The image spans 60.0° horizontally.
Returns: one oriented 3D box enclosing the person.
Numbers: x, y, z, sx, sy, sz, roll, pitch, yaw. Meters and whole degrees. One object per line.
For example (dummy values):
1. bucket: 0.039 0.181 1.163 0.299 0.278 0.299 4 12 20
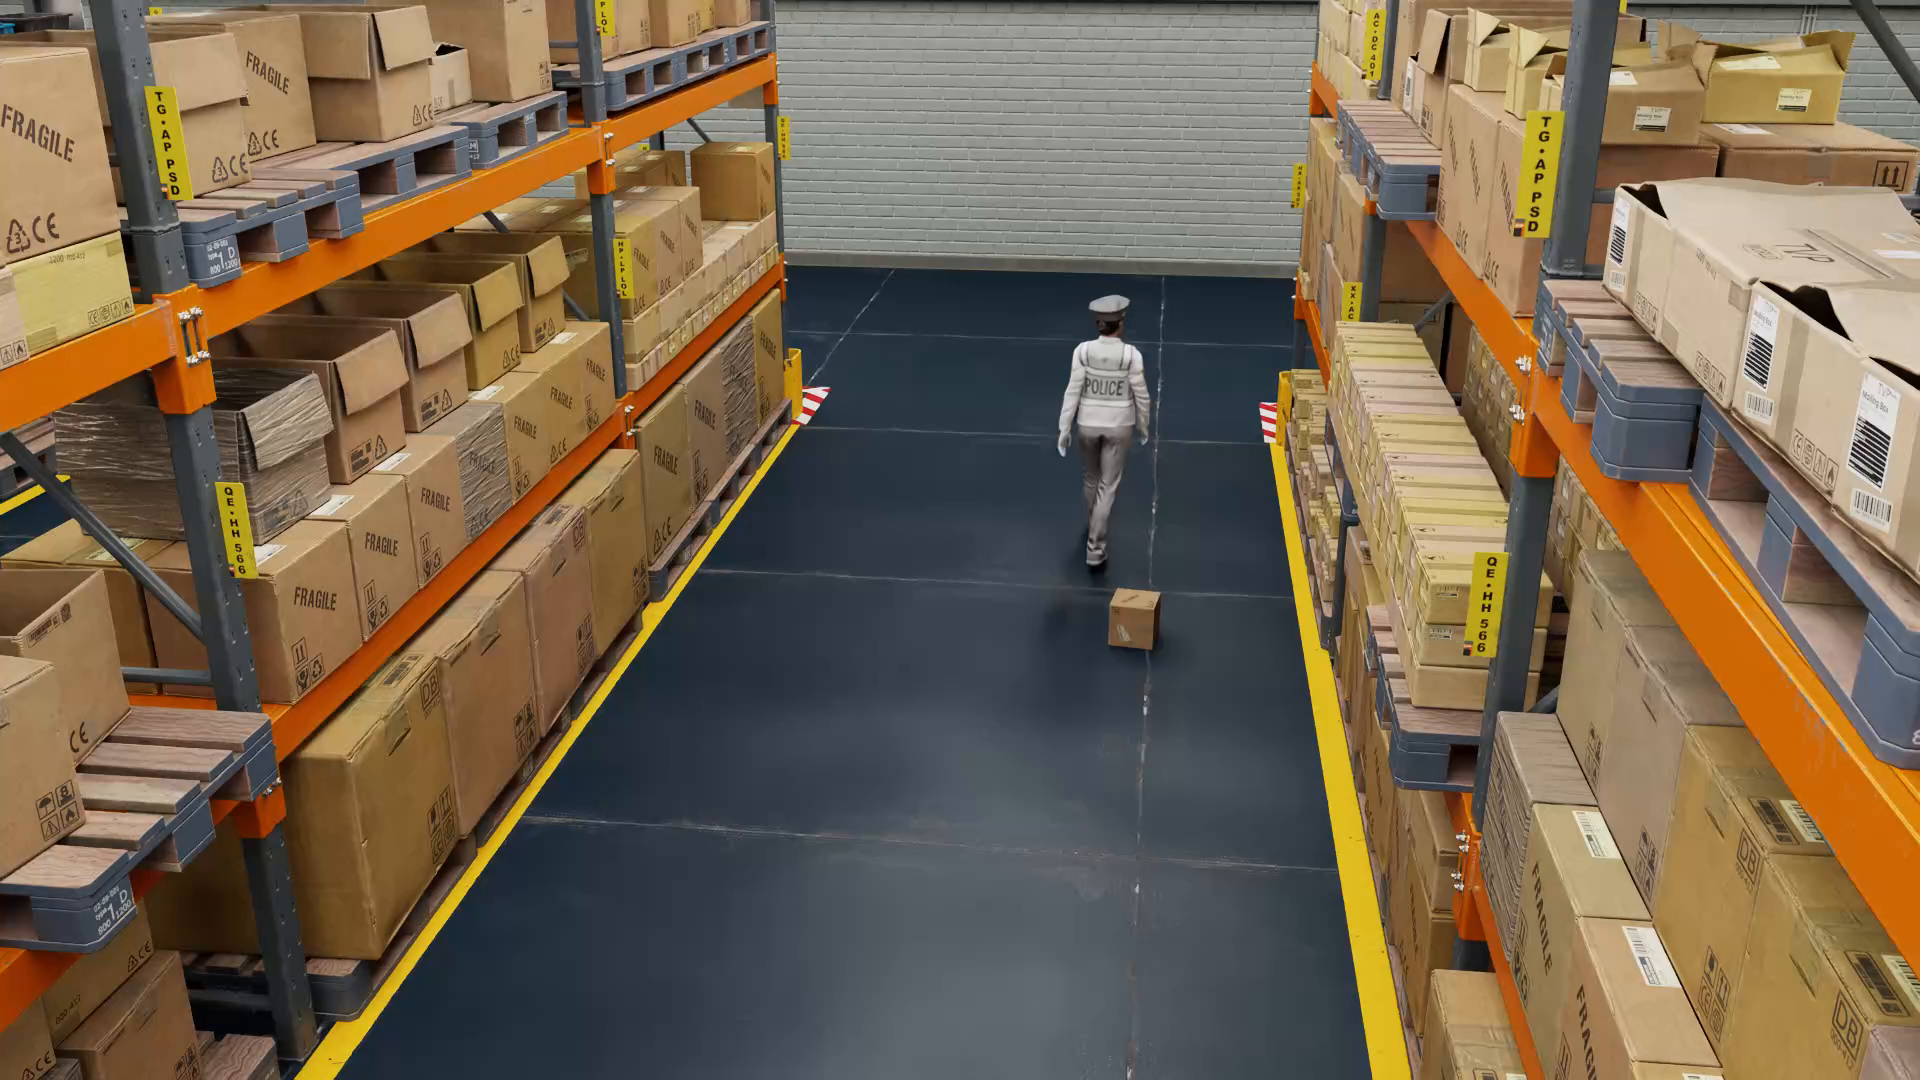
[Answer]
1. person: 0.935 -0.733 10.423 0.535 1.618 0.935 7 22 18
